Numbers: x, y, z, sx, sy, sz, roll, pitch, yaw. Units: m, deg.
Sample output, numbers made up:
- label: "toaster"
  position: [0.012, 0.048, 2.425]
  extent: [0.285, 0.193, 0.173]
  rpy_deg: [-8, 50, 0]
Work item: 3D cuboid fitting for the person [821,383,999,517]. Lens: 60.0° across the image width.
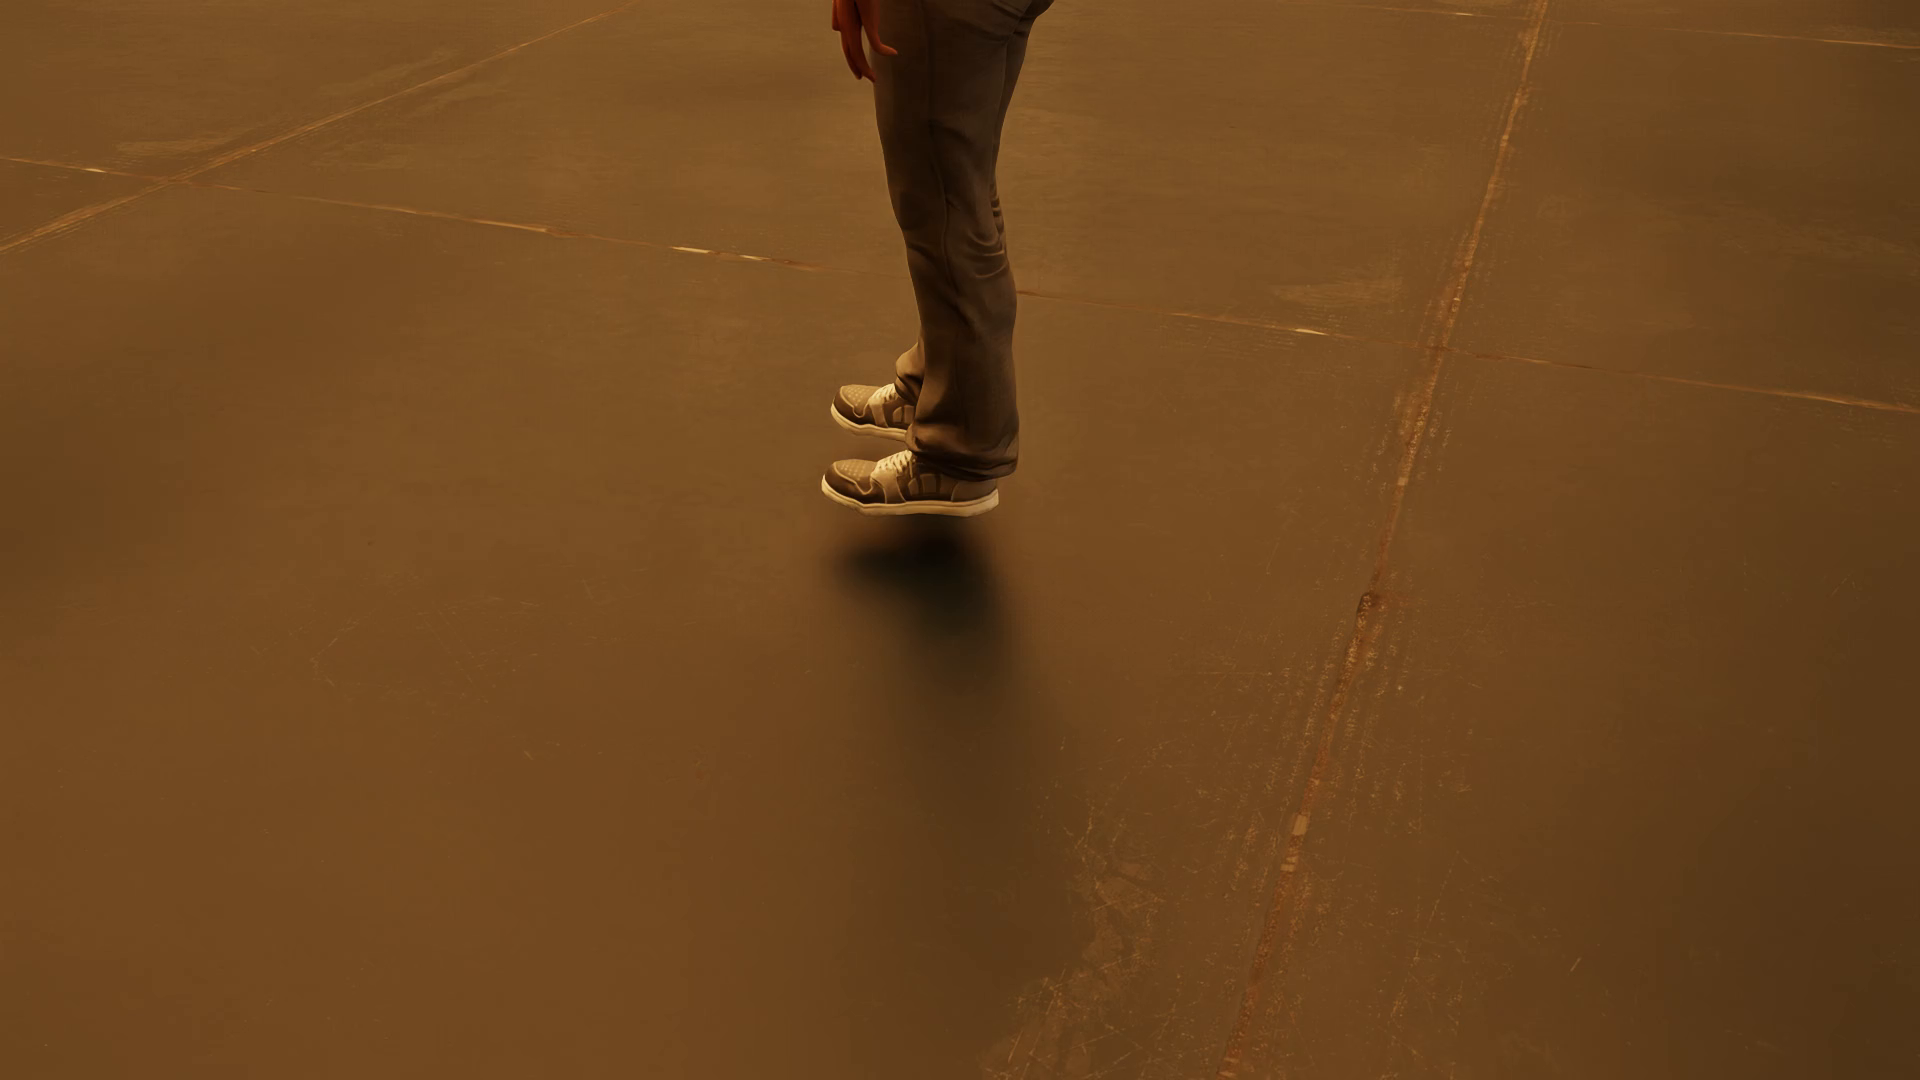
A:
- label: "person"
  position: [-0.071, -0.651, 2.179]
  extent: [0.461, 1.354, 0.520]
  rpy_deg: [10, 31, 18]
